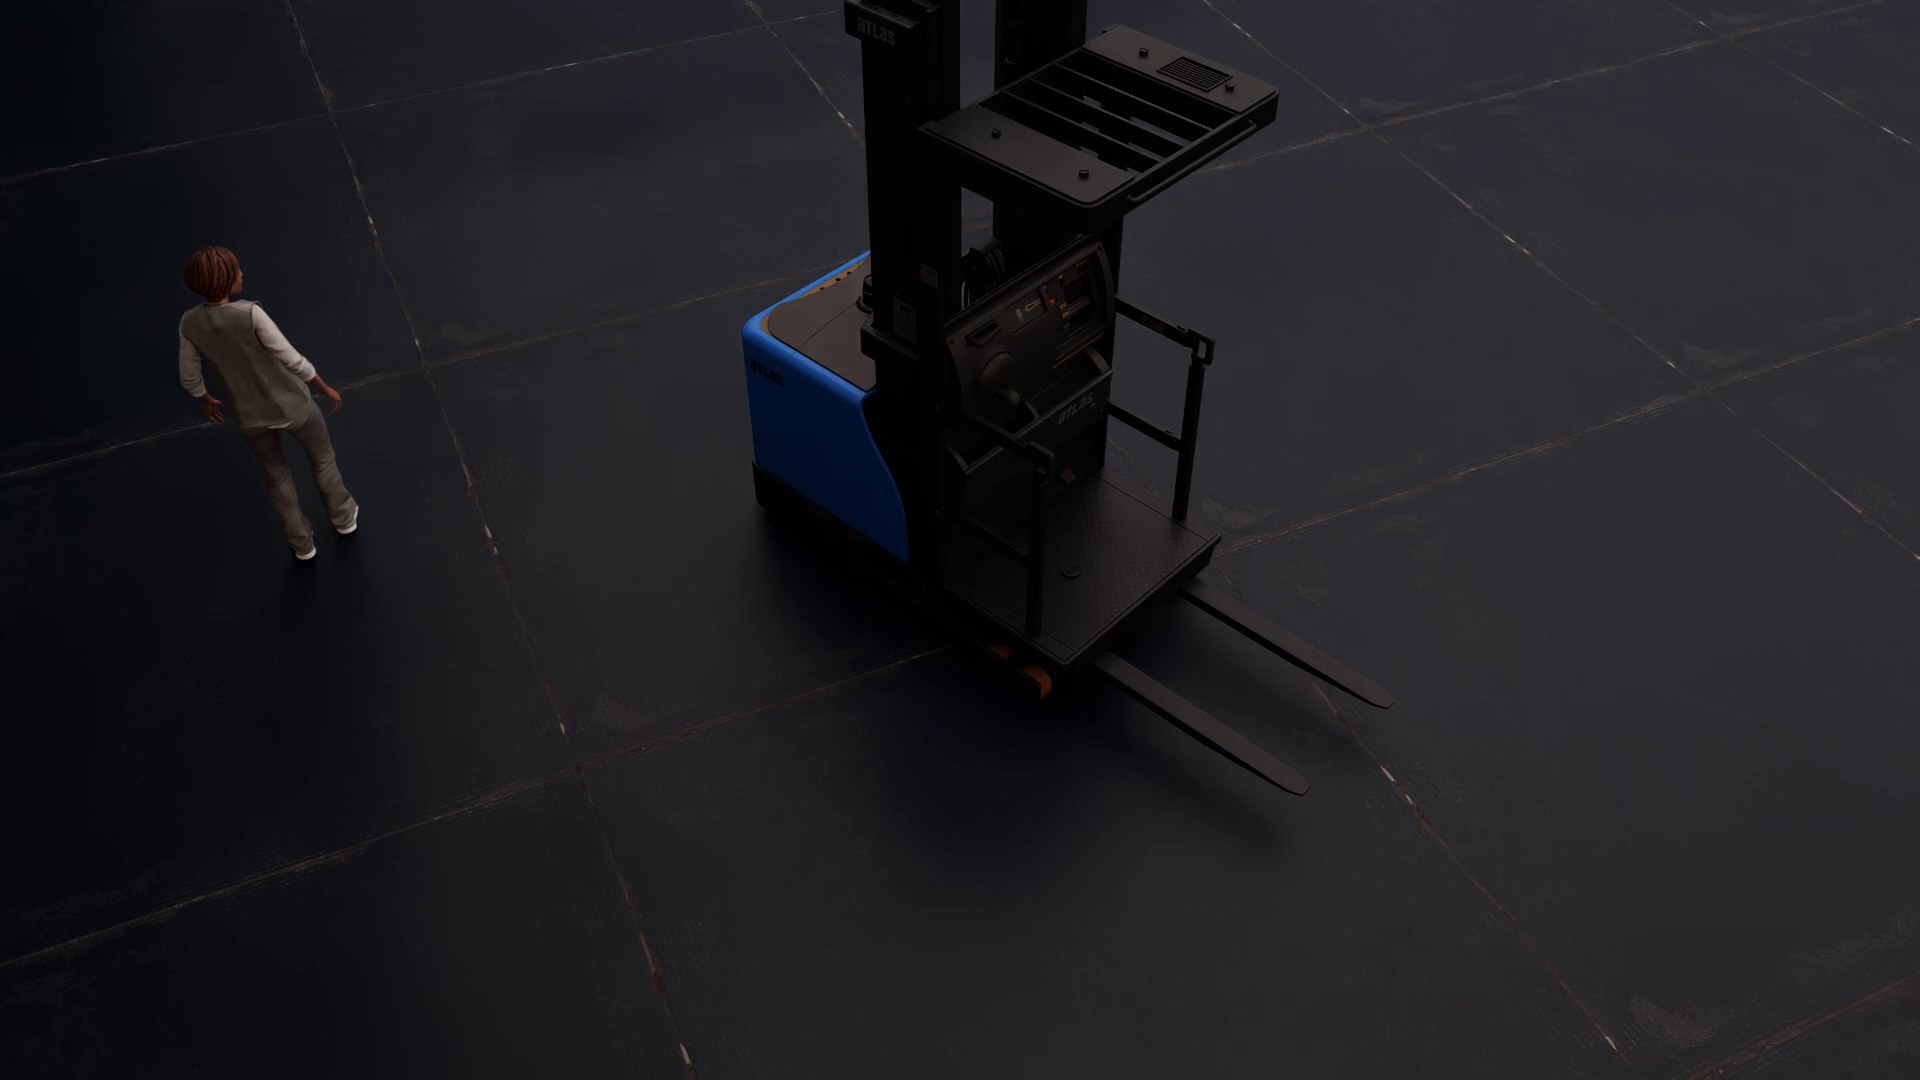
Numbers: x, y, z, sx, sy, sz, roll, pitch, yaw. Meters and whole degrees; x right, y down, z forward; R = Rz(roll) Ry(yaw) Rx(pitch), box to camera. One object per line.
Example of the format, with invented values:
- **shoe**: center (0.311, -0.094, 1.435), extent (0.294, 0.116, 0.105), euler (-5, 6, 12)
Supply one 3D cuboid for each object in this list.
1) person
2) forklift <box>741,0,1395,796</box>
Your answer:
- **person**: center (-3.037, -0.611, 7.323), extent (0.607, 1.587, 0.440), euler (-6, 43, -7)
- **forklift**: center (0.445, -0.788, 6.525), extent (3.031, 2.935, 1.130), euler (32, 52, 30)
